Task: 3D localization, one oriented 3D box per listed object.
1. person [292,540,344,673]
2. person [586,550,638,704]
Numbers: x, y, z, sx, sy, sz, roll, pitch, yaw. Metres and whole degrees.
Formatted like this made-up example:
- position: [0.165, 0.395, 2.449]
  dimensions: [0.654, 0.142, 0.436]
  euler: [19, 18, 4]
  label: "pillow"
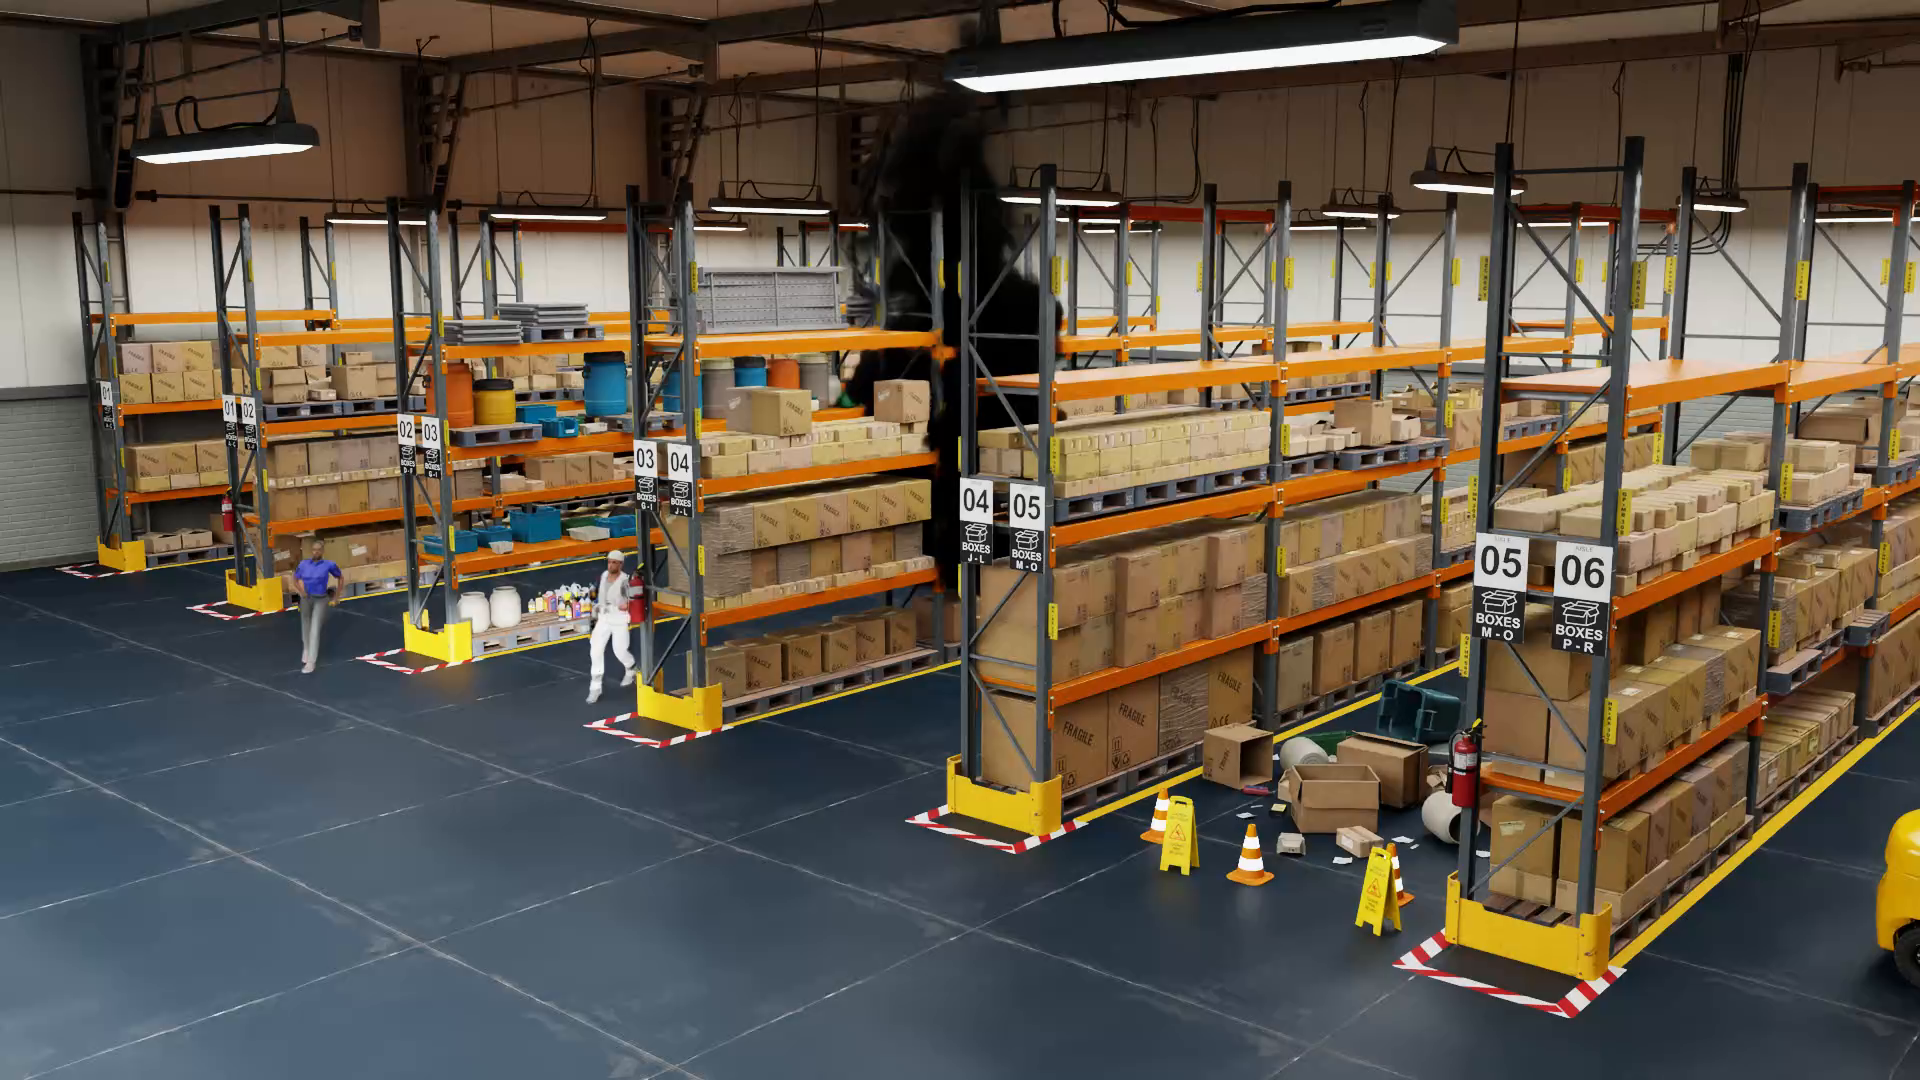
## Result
- position: [-8.224, 0.814, 21.279]
  dimensions: [0.619, 1.634, 0.880]
  euler: [-1, 10, -8]
  label: "person"
- position: [-4.108, 1.003, 19.915]
  dimensions: [0.680, 1.814, 0.925]
  euler: [4, 10, 23]
  label: "person"
